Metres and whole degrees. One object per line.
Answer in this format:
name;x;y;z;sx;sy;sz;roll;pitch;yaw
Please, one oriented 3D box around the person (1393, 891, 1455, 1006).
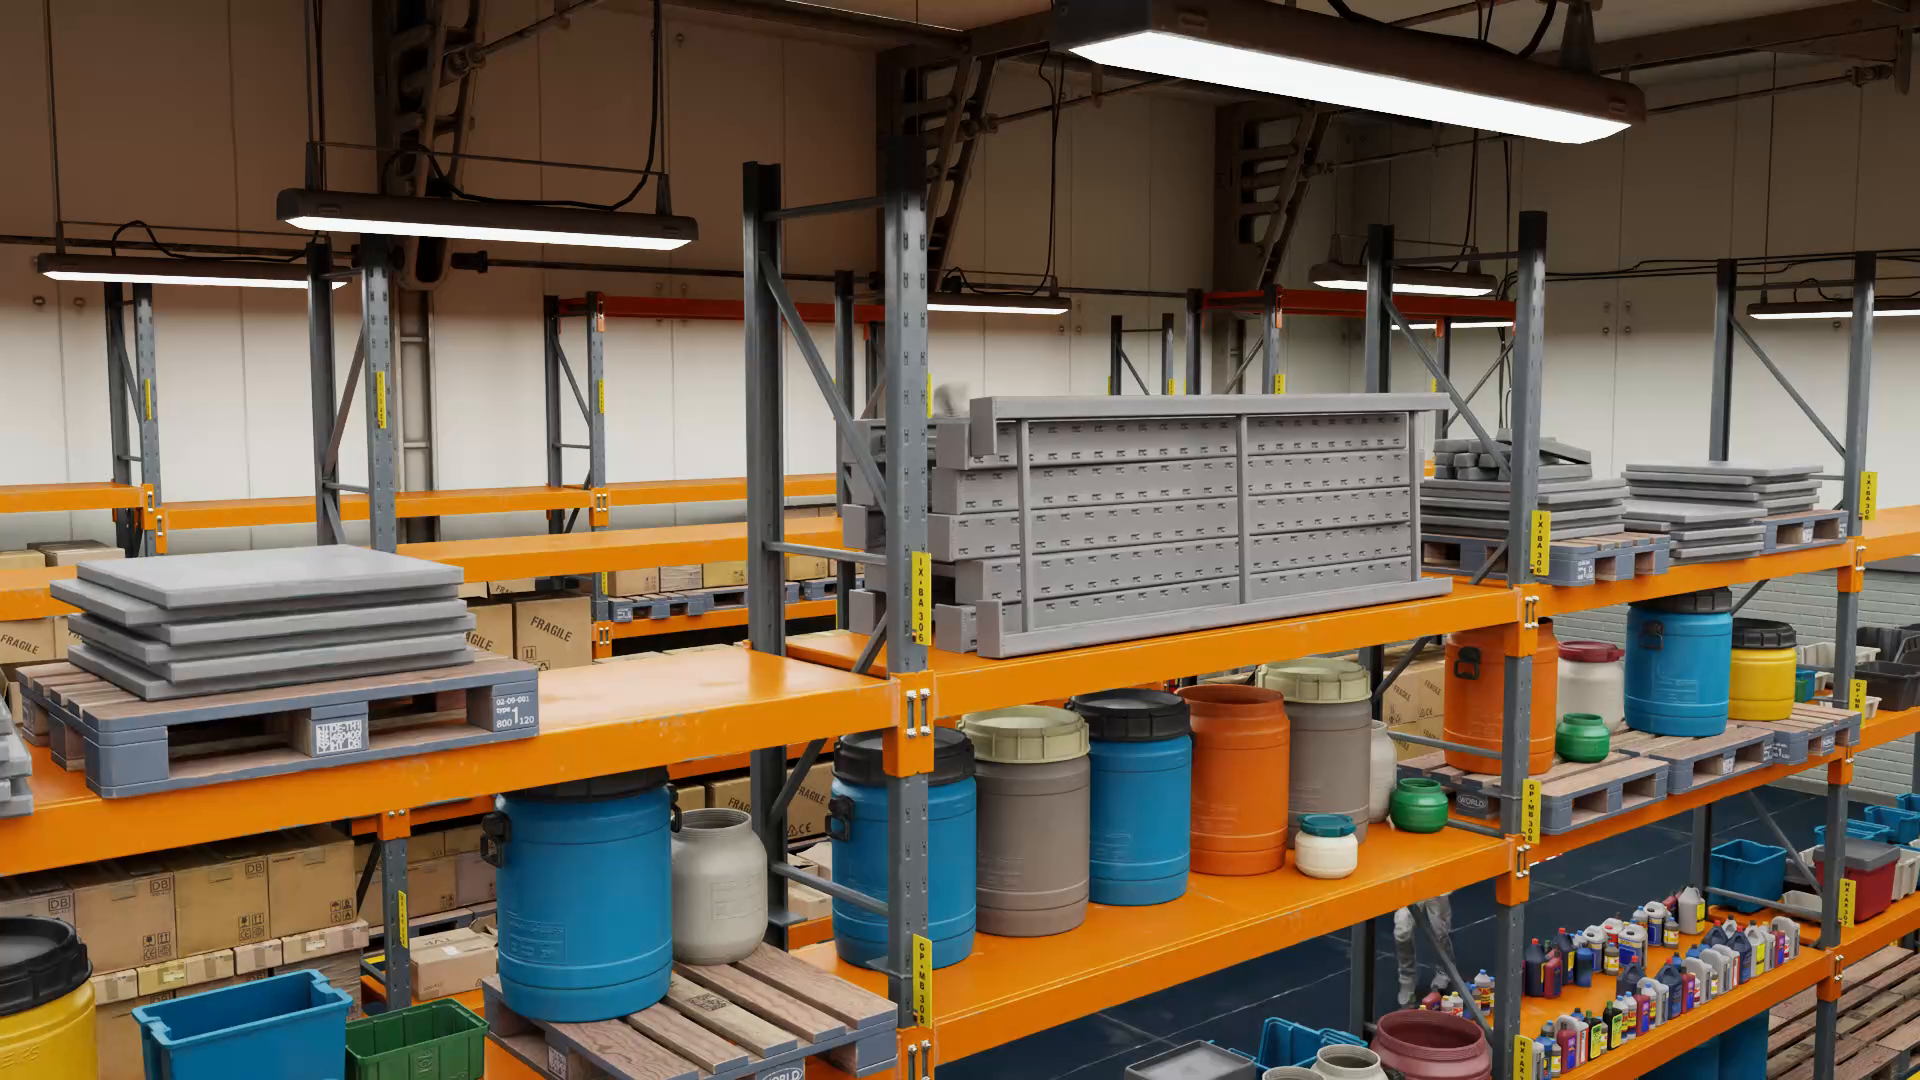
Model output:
person;3.871;2.955;13.814;0.657;1.834;0.756;4;7;36
